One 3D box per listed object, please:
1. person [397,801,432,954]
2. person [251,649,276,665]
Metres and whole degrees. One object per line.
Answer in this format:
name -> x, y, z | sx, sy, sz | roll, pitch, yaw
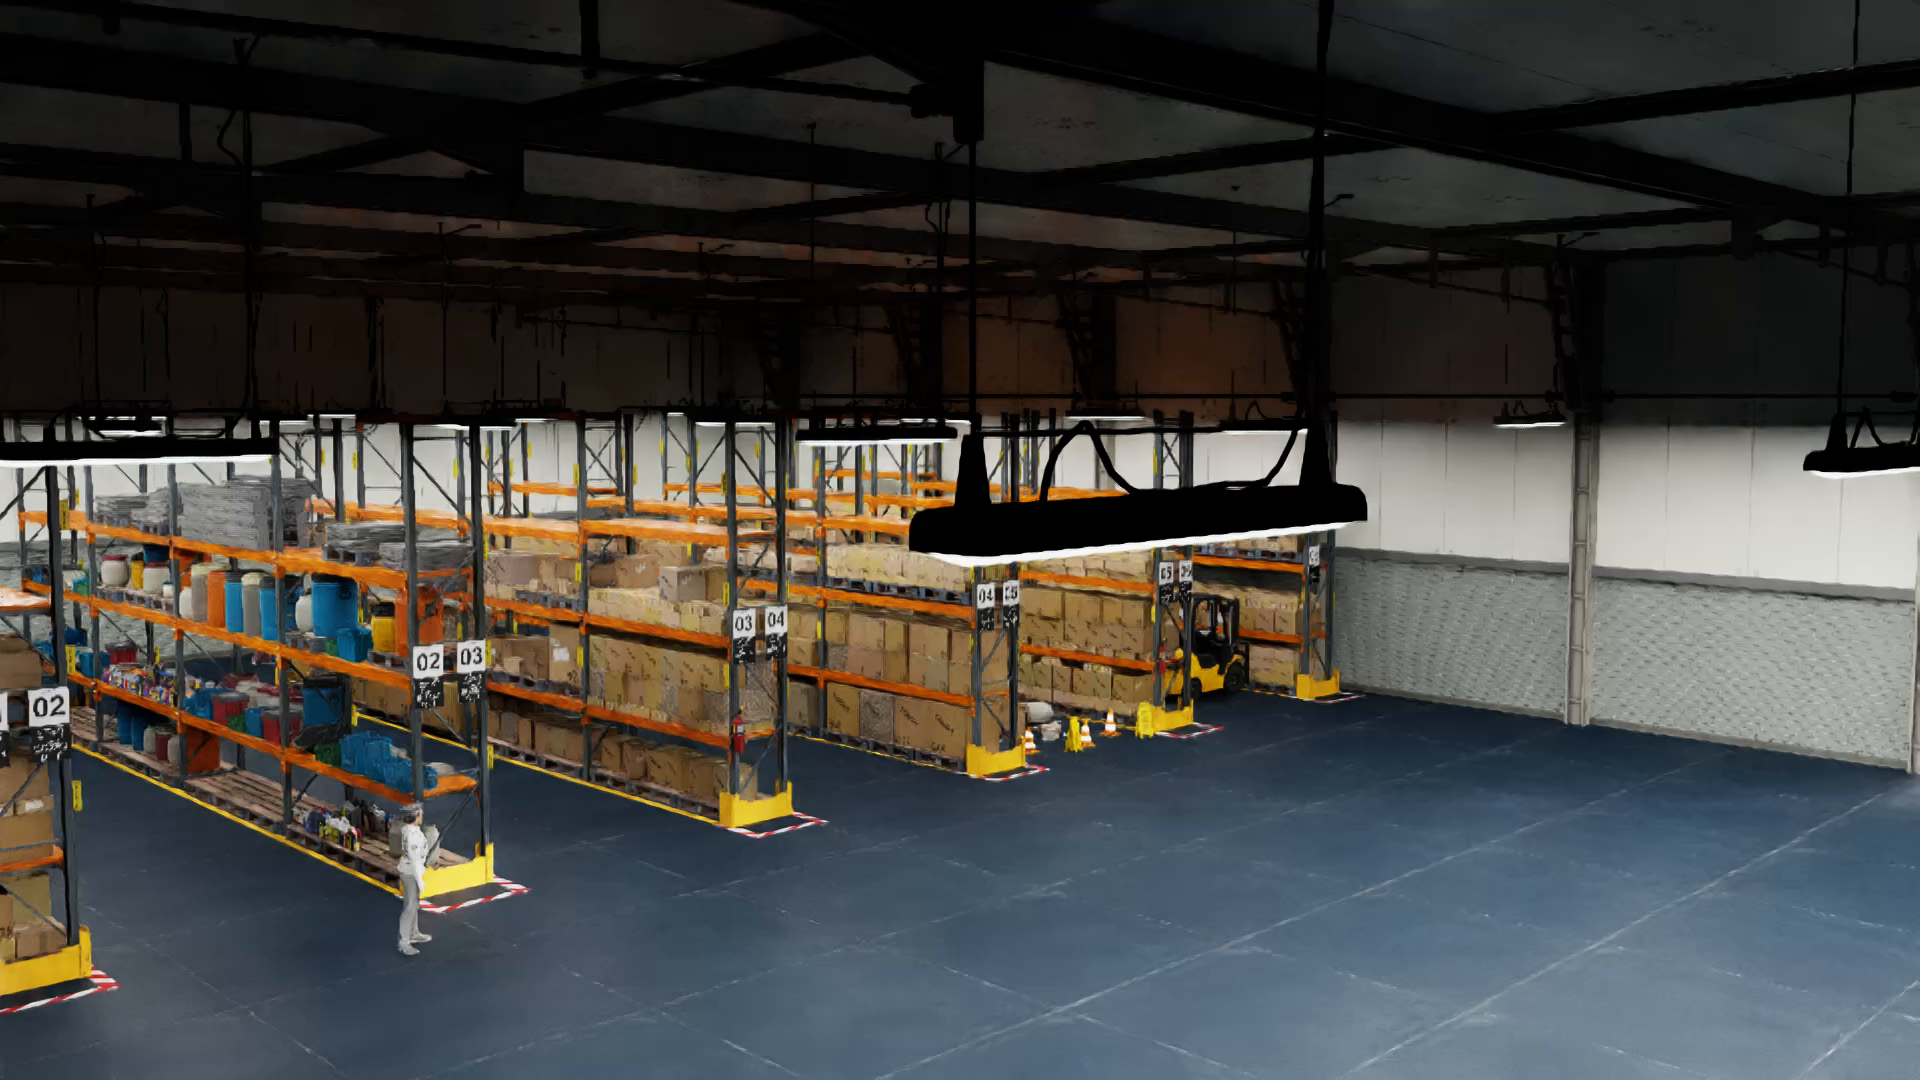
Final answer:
person -> -6.250, 3.835, 19.006 | 0.409, 1.678, 0.562 | -2, 5, -23
person -> -16.326, 2.122, 38.921 | 0.485, 1.664, 0.634 | 0, 5, 4
